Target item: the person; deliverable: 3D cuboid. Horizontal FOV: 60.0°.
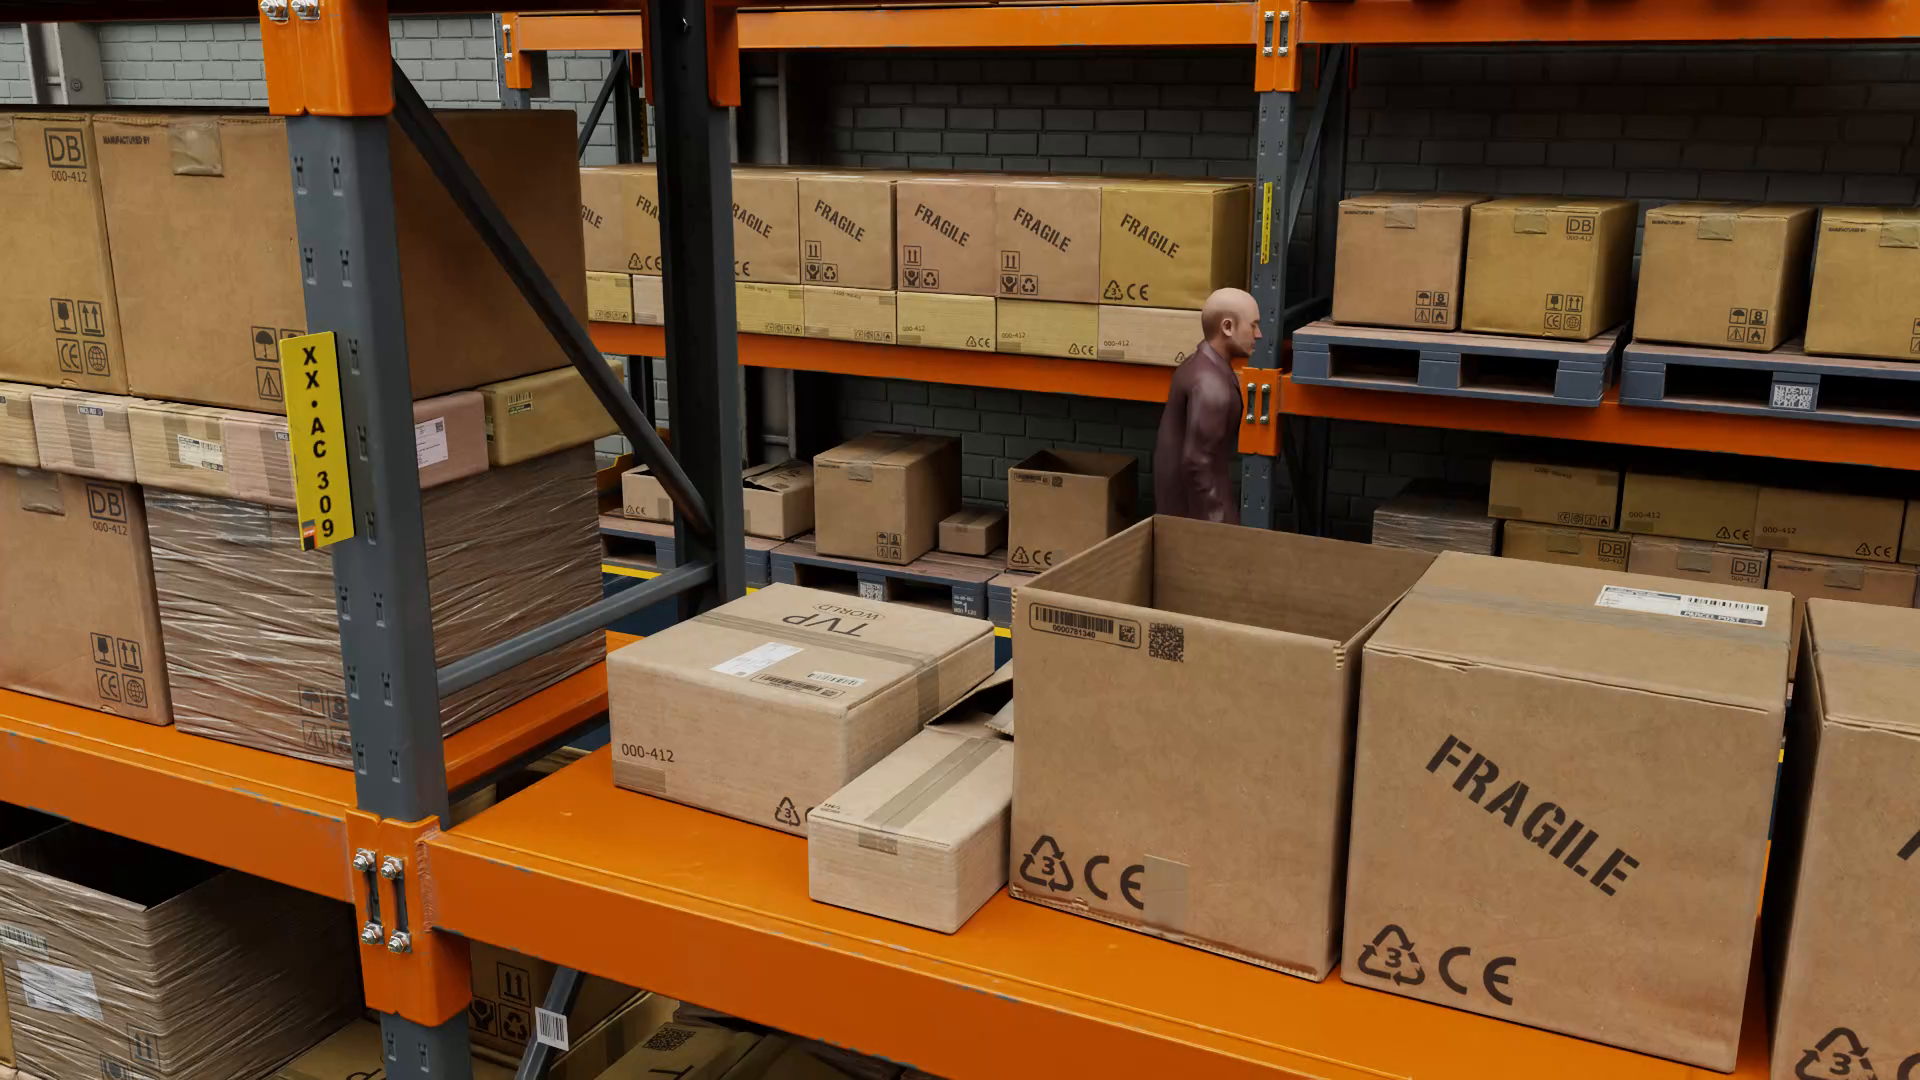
[{"bbox_3d":[0.935,-0.056,6.255,0.423,1.773,0.653,2,16,8],"label":"person"}]
